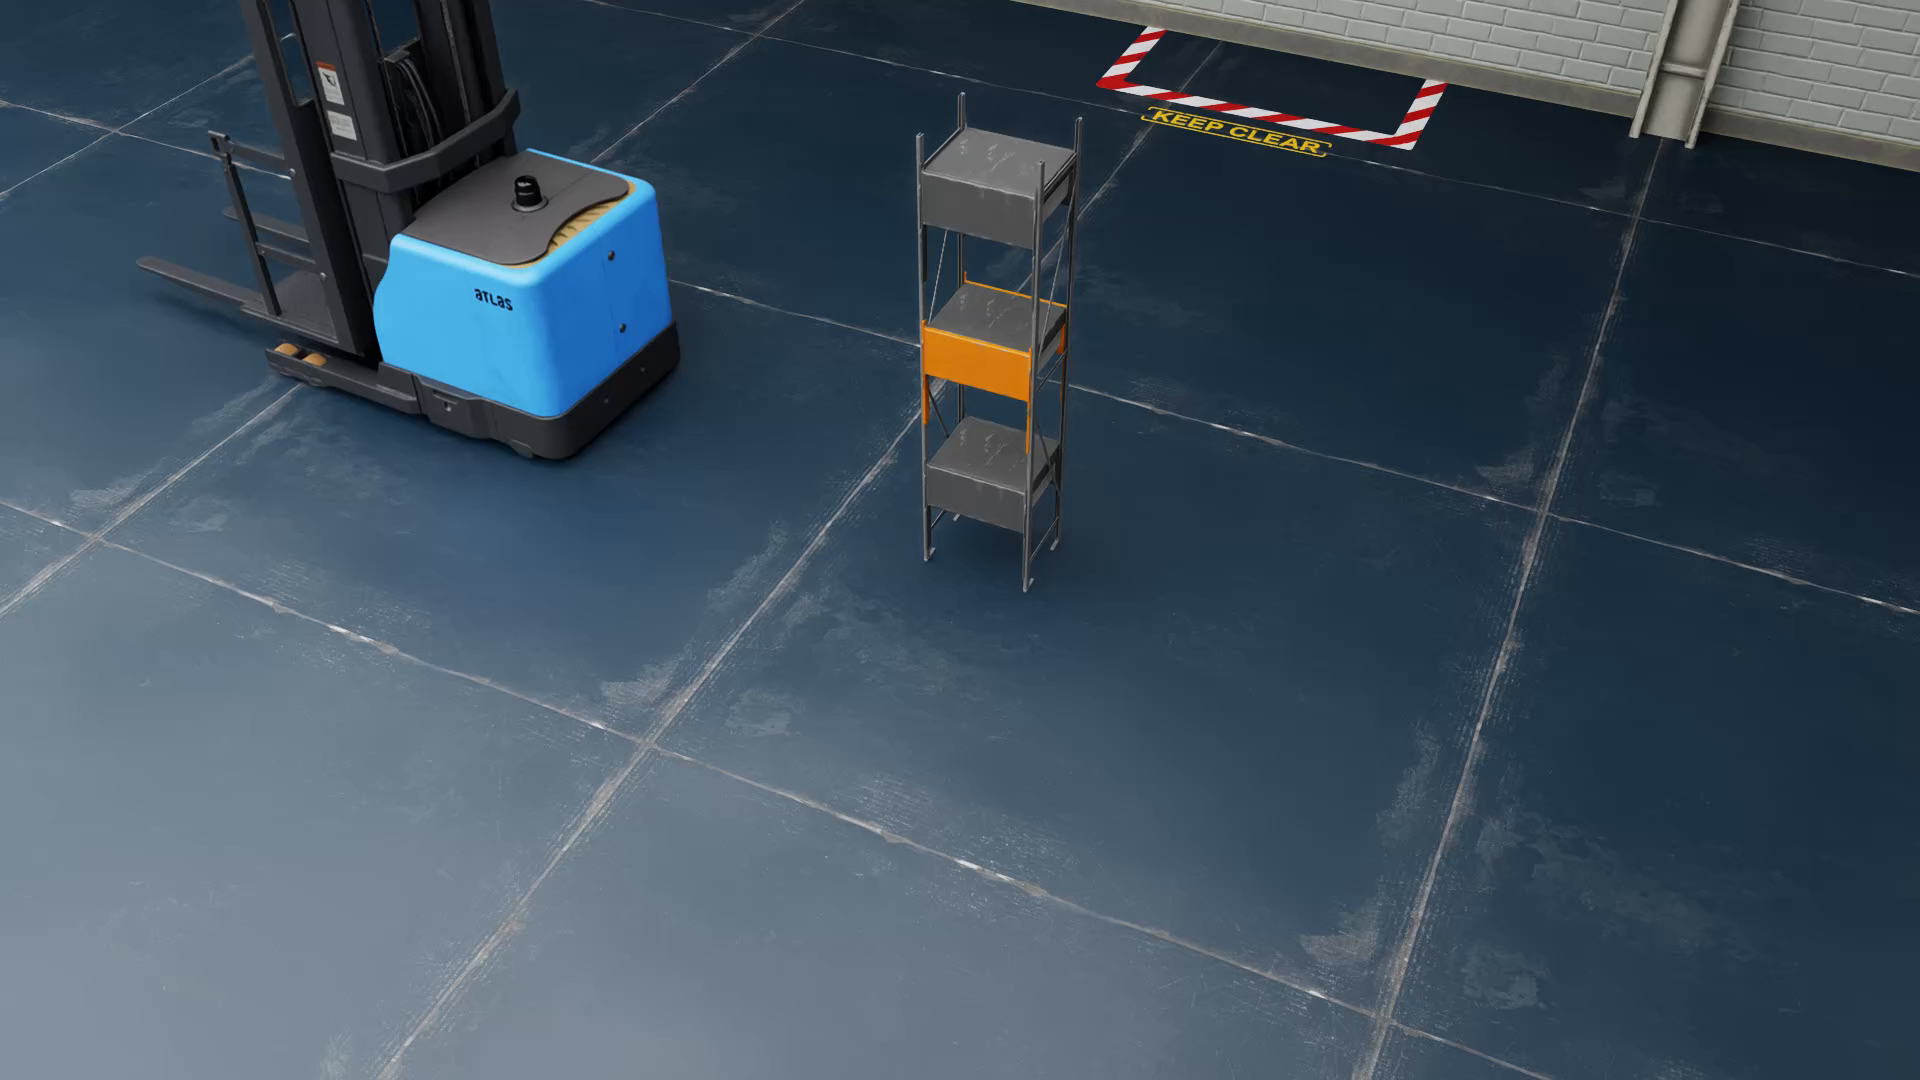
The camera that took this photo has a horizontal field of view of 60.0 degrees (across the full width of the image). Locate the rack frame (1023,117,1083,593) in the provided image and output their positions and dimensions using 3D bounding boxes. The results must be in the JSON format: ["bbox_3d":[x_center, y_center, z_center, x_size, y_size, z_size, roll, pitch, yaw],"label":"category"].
[{"bbox_3d":[0.371,-0.680,6.815,0.015,2.100,0.400,17,44,19],"label":"rack frame"}]

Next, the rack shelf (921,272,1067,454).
[{"bbox_3d":[0.150,-0.737,6.902,0.480,0.518,0.431,17,44,19],"label":"rack shelf"}]

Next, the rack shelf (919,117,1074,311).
[{"bbox_3d":[0.150,-1.266,6.444,0.480,0.518,0.431,17,44,19],"label":"rack shelf"}]

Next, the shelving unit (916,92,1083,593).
[{"bbox_3d":[0.150,-0.748,6.893,0.503,2.100,0.431,17,44,19],"label":"shelving unit"}]

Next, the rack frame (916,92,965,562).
[{"bbox_3d":[-0.071,-0.815,6.971,0.015,2.100,0.400,17,44,19],"label":"rack frame"}]

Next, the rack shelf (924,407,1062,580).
[{"bbox_3d":[0.150,-0.208,7.361,0.480,0.518,0.431,17,44,19],"label":"rack shelf"}]

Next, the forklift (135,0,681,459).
[{"bbox_3d":[-2.993,-2.183,7.914,3.031,2.935,1.130,19,44,21],"label":"forklift"}]

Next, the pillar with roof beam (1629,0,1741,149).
[{"bbox_3d":[2.689,-3.455,4.750,0.400,9.000,9.100,17,44,19],"label":"pillar with roof beam"}]
